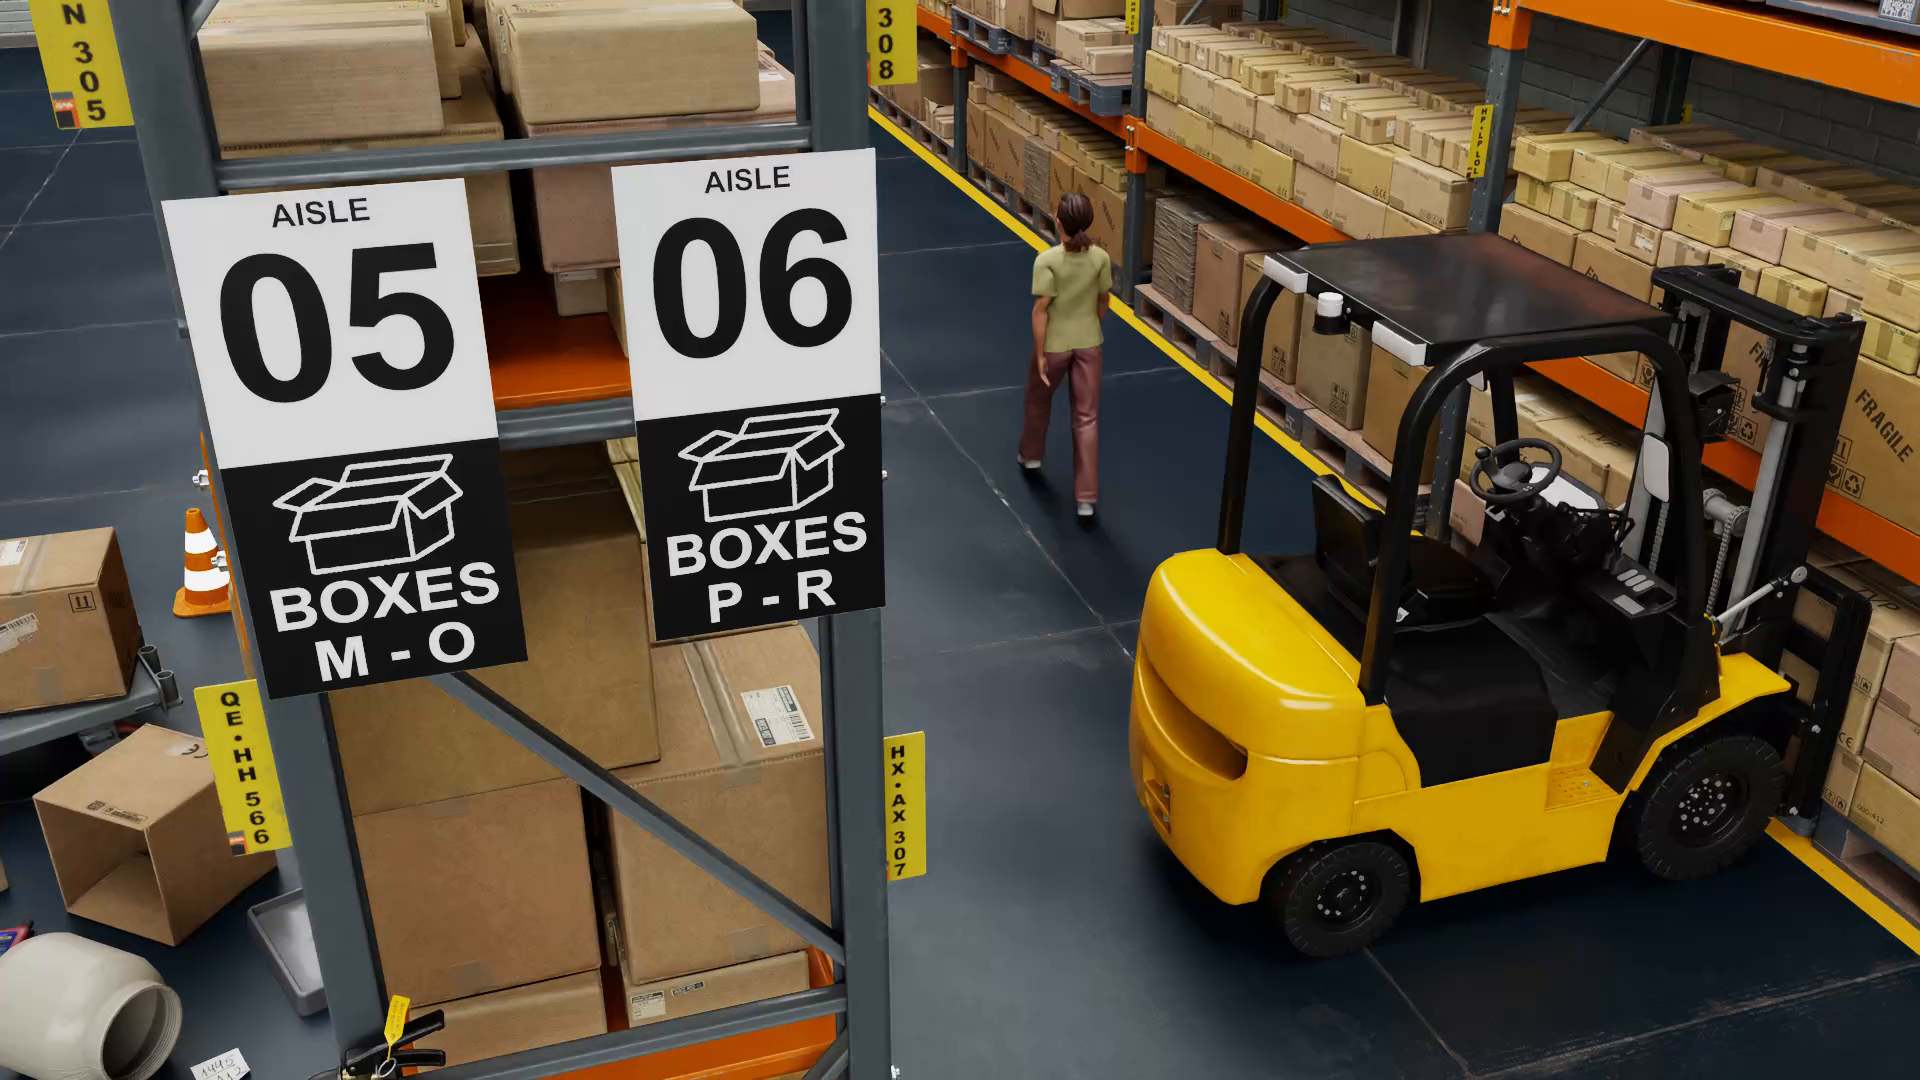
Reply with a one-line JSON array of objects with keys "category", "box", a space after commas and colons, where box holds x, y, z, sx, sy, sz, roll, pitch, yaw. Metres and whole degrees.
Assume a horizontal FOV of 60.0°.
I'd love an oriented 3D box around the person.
[{"category": "person", "box": [0.550, -1.021, 8.643, 0.443, 1.635, 0.943, -4, 27, -7]}]
